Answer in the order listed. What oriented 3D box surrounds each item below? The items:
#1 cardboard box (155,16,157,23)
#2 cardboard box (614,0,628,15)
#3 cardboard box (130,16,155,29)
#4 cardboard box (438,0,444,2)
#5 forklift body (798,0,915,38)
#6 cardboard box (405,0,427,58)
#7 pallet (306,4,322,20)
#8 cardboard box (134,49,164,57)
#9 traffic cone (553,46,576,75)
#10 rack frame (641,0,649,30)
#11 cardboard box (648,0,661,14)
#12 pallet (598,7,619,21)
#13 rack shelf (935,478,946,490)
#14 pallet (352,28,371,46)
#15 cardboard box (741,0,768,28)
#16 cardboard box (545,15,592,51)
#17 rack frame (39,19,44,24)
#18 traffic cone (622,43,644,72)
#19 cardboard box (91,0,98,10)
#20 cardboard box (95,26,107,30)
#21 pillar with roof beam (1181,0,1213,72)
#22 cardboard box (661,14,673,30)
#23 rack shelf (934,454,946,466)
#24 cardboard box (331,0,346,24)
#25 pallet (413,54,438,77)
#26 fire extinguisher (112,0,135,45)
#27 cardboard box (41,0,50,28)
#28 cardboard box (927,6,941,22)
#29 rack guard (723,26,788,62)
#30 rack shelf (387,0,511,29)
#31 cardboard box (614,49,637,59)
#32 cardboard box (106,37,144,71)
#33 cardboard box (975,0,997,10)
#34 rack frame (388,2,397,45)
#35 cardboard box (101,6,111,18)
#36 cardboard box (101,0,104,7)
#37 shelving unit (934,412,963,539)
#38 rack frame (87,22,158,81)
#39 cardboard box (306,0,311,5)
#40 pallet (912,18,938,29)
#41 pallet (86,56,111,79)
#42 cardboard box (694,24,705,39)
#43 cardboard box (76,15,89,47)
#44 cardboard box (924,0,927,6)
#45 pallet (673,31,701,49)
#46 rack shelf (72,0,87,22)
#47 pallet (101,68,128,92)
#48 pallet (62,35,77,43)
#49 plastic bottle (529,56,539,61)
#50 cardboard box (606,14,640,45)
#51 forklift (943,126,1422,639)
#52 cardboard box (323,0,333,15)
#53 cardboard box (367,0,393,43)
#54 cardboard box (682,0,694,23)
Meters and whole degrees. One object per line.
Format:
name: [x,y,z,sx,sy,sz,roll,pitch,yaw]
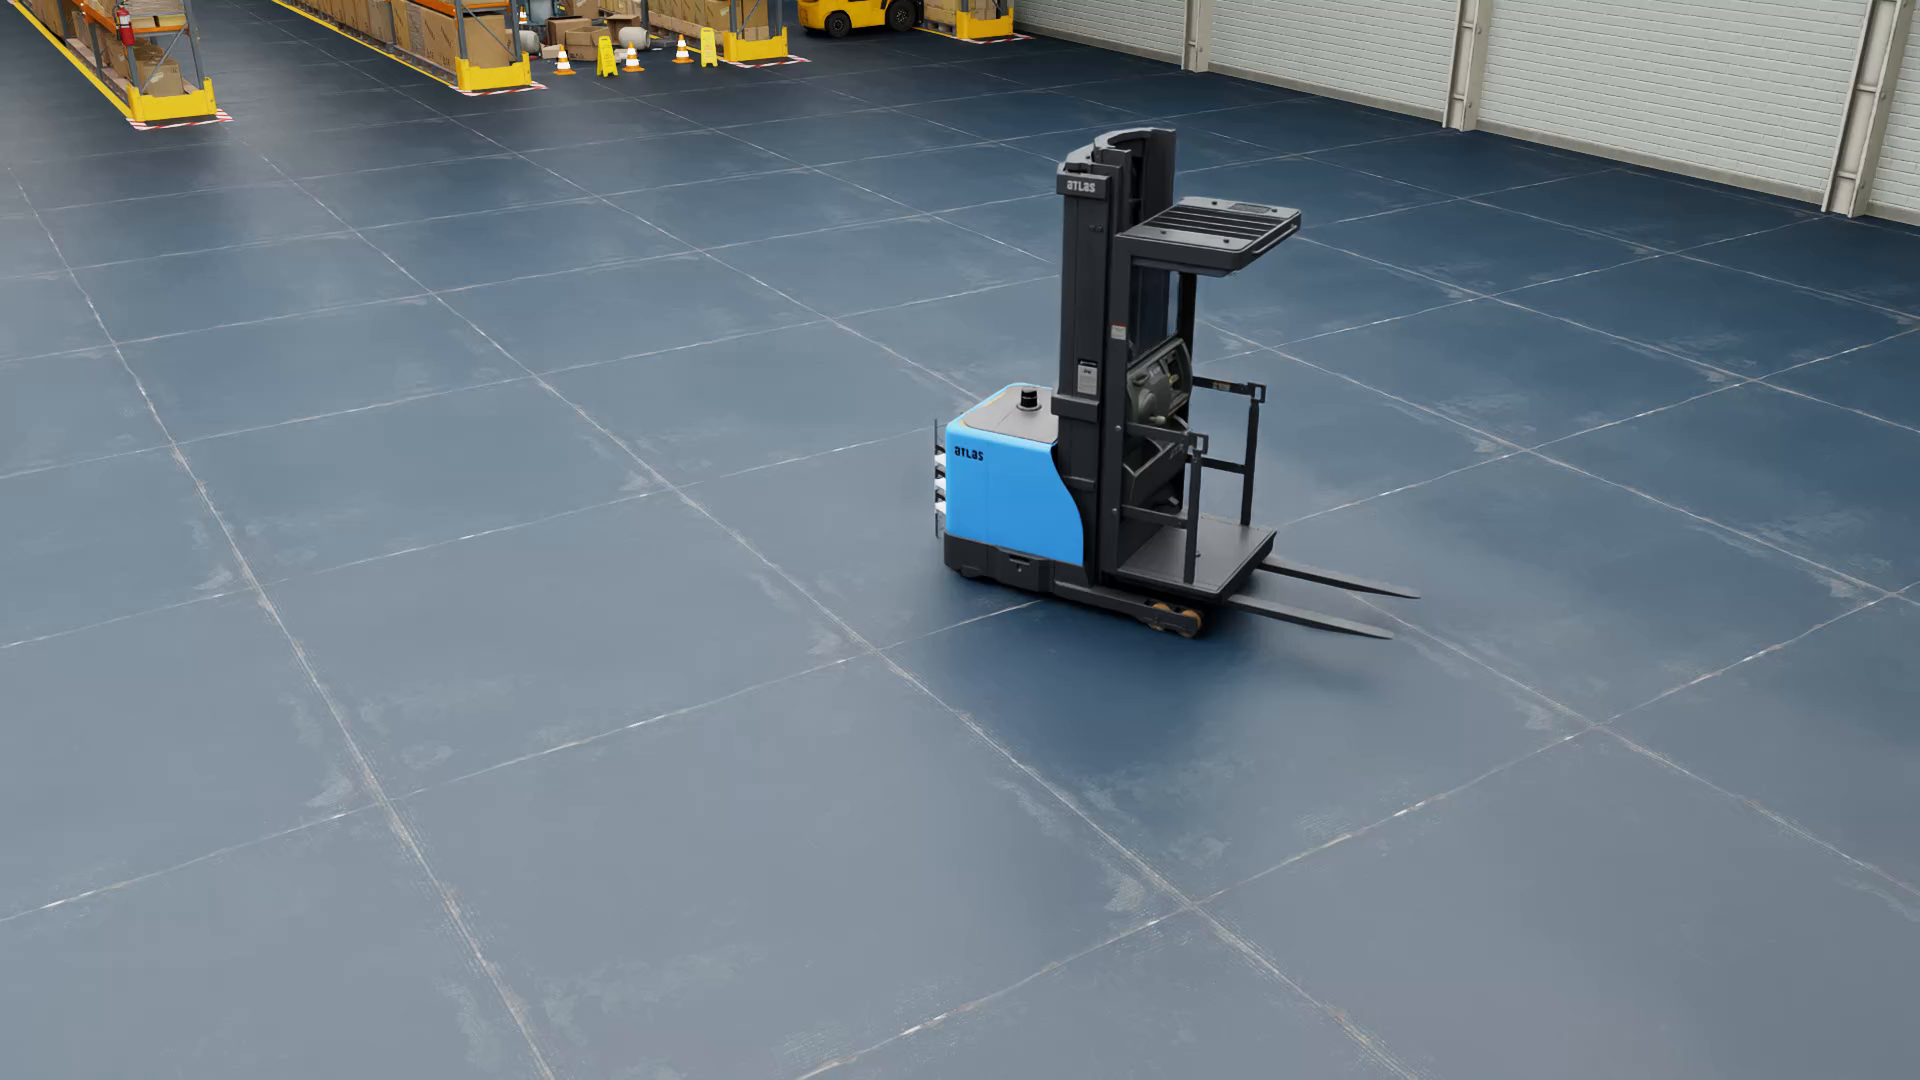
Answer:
cardboard box: [-12.059,-7.967,25.370,0.380,0.149,0.250,-16,29,-30]
cardboard box: [-6.547,-11.014,34.117,0.950,0.372,0.625,-14,28,-26]
cardboard box: [-12.311,-7.769,24.951,0.380,0.149,0.250,-16,29,-30]
cardboard box: [-8.331,-9.331,27.788,0.875,0.550,0.550,-16,29,-30]
forklift body: [-2.086,-11.166,32.846,2.313,2.155,1.214,-16,29,-30]
cardboard box: [-9.175,-9.046,29.358,0.875,0.875,0.875,-15,29,-29]
pallet: [-13.226,-11.265,35.328,1.003,0.211,1.213,-16,29,-30]
cardboard box: [-12.990,-7.550,26.628,0.500,0.500,0.500,-13,28,-25]
traffic cone: [-6.872,-8.323,28.800,0.336,0.463,0.334,-16,29,-30]
rack frame: [-5.863,-11.569,32.706,1.000,3.000,0.127,-16,29,-30]
cardboard box: [-5.767,-10.581,32.463,0.500,0.500,0.500,-14,29,-27]
pallet: [-6.959,-11.023,34.816,1.003,0.211,1.213,-16,29,-30]
rack shelf: [-0.016,-0.383,11.548,0.258,0.077,0.200,-18,31,-34]
pallet: [-11.110,-9.814,32.254,1.003,0.211,1.213,-16,29,-30]
cardboard box: [-3.902,-9.786,30.778,0.500,0.500,0.500,-17,30,-31]
cardboard box: [-7.277,-9.442,30.965,0.797,0.637,0.503,-16,29,-30]
rack frame: [-18.533,-12.121,33.875,1.000,3.000,0.127,-16,29,-30]
traffic cone: [-5.739,-8.464,29.101,0.336,0.463,0.334,-16,29,-30]
cardboard box: [-13.769,-8.638,26.790,0.380,0.149,0.250,-16,29,-30]
cardboard box: [-14.728,-8.728,29.100,0.700,0.500,0.500,-16,29,-30]
pillar with roof beam: [0.521,-11.319,25.149,9.100,9.000,0.400,-16,29,-30]
cardboard box: [-5.466,-10.054,32.224,0.500,0.250,0.500,-14,29,-27]
rack shelf: [-0.016,-0.546,11.471,0.258,0.077,0.200,-18,31,-34]
cardboard box: [-11.882,-10.744,33.102,1.050,0.750,0.750,-16,30,-30]
pallet: [-8.936,-8.392,29.241,1.003,0.211,1.213,-16,29,-30]
fire extinguisher: [-12.306,-7.646,24.486,0.296,0.674,0.183,-16,29,-30]
cardboard box: [-17.189,-10.492,32.421,1.225,0.875,0.875,-15,29,-29]
cardboard box: [-0.307,-10.518,33.208,0.500,0.250,0.500,-16,29,-30]
rack guard: [-3.721,-9.036,30.267,1.175,0.500,0.348,-16,29,-30]
rack shelf: [-8.863,-9.339,28.824,1.077,0.370,4.000,-16,29,-30]
cardboard box: [-6.087,-8.847,30.280,0.380,0.149,0.250,-1,25,-3]
cardboard box: [-13.981,-8.167,27.935,0.500,0.500,0.500,-17,30,-31]
cardboard box: [0.395,-10.686,32.978,0.500,0.250,0.500,-15,29,-29]
rack frame: [-9.955,-10.380,30.186,1.000,3.000,0.127,-16,29,-30]
cardboard box: [-13.218,-8.282,26.036,0.380,0.149,0.250,-16,29,-30]
cardboard box: [-12.870,-8.552,25.849,0.875,0.500,0.500,-16,29,-30]
shelving unit: [-0.016,-0.414,11.534,0.258,0.900,0.210,-18,31,-34]
rack frame: [-14.166,-9.260,27.814,1.000,3.000,0.127,-16,29,-30]
cardboard box: [-13.554,-11.601,35.210,0.500,0.500,0.500,-15,29,-29]
pallet: [-0.637,-10.736,34.206,1.003,0.211,1.213,-16,29,-30]
pallet: [-14.592,-8.277,28.999,1.003,0.211,1.213,-16,29,-30]
cardboard box: [-4.622,-9.499,31.049,0.500,0.250,0.500,-15,29,-29]
cardboard box: [-15.654,-9.329,30.373,0.700,0.500,0.500,-18,31,-34]
cardboard box: [-0.614,-10.932,33.500,0.500,0.250,0.500,-16,30,-31]
pallet: [-4.797,-9.640,31.885,1.003,0.211,1.213,-16,29,-30]
rack shelf: [-15.258,-9.650,29.483,1.077,0.370,4.000,-16,29,-30]
pallet: [-13.770,-7.767,27.918,1.003,0.211,1.213,-16,29,-30]
pallet: [-16.717,-9.729,32.075,1.003,0.211,1.213,-16,29,-30]
plastic bottle: [-7.780,-8.739,30.152,0.133,0.061,0.283,18,31,33]
cardboard box: [-6.418,-9.740,31.756,0.500,0.500,0.500,3,25,6]
forklift: [1.428,-0.975,10.344,3.031,2.935,1.130,13,28,26]
cardboard box: [-12.717,-11.044,34.030,0.500,0.500,0.500,-16,29,-30]
cardboard box: [-10.369,-9.753,31.003,1.050,0.750,0.750,-16,29,-30]
cardboard box: [-4.893,-10.018,31.271,0.500,0.500,0.500,-16,30,-31]
